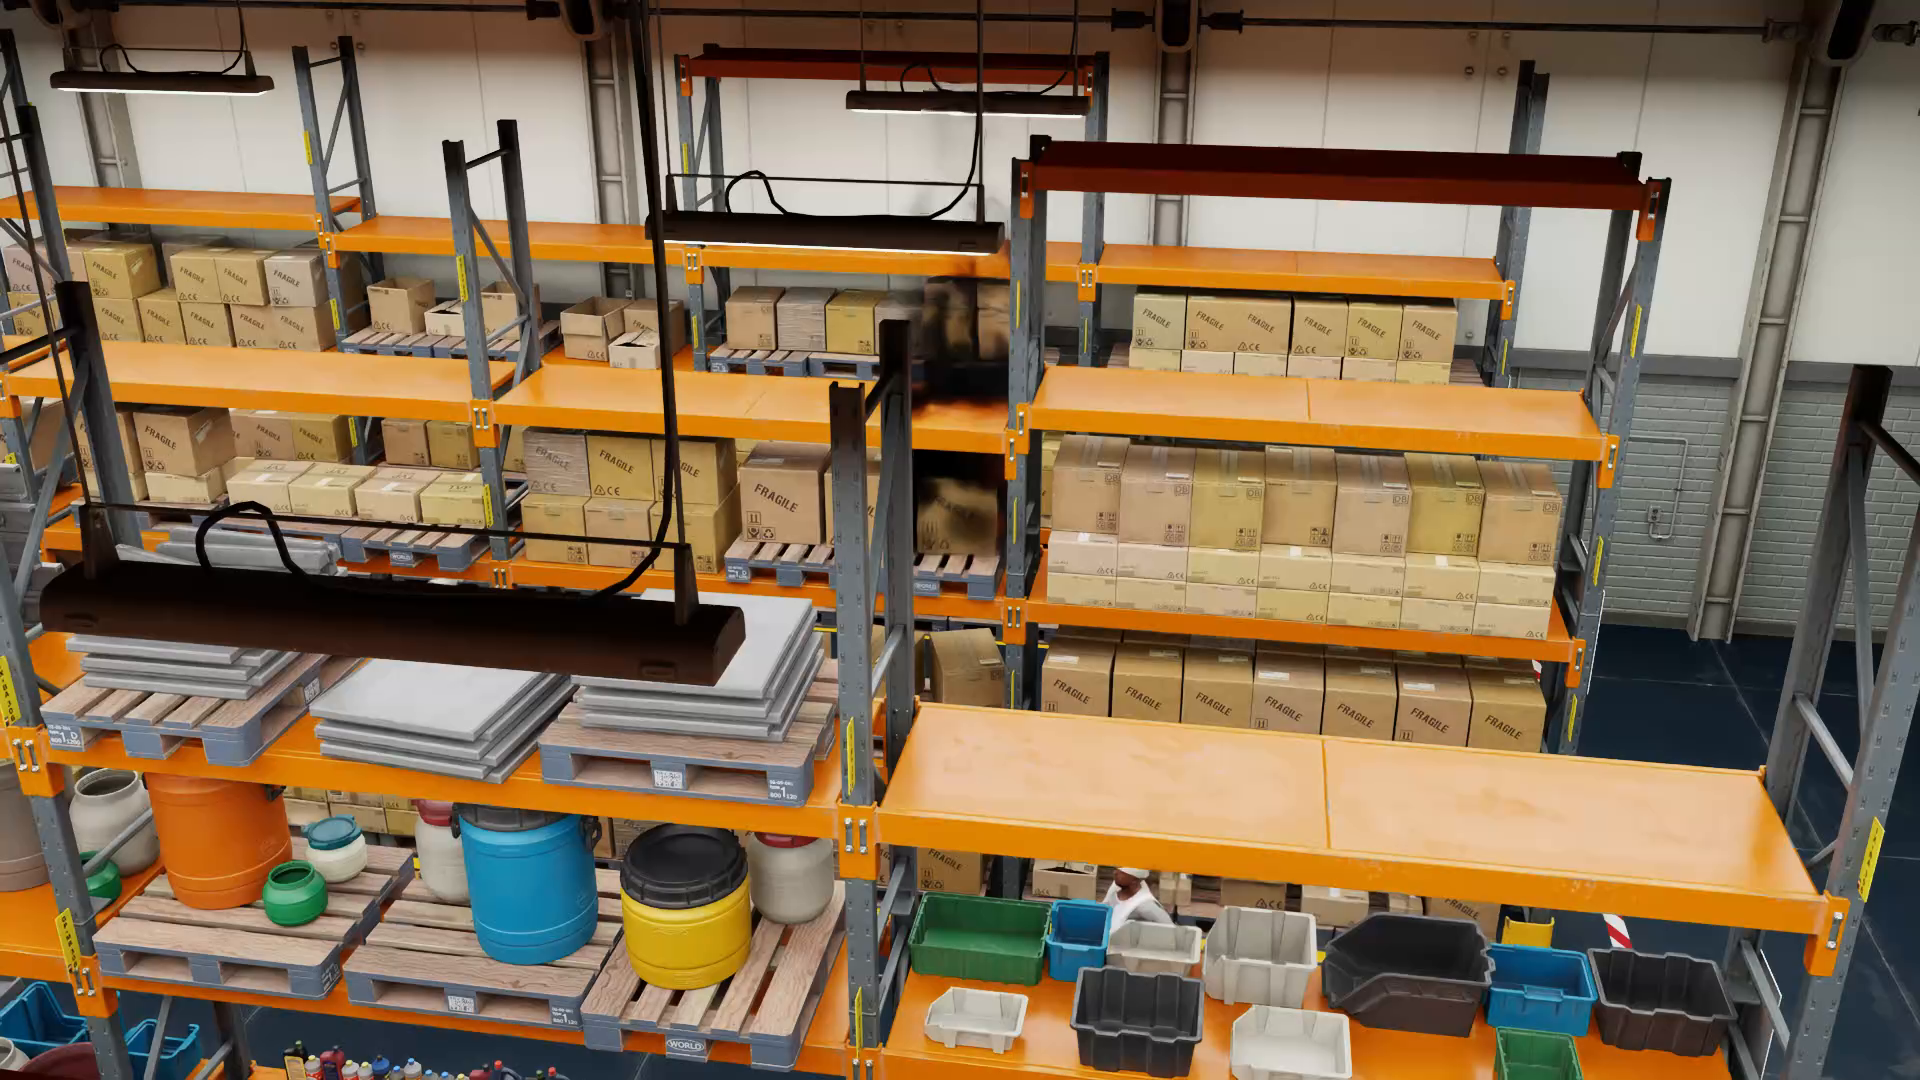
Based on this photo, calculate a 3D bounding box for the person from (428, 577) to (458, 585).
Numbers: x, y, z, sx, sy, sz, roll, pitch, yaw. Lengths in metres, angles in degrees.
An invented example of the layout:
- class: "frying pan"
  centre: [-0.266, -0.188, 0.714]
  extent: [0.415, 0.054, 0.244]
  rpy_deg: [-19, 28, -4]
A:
- class: "person"
  centre: [-5.043, 0.875, 16.031]
  extent: [0.574, 1.740, 0.609]
  rpy_deg: [1, 23, 3]

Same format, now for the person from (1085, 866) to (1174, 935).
- class: "person"
  centre: [1.142, 2.881, 11.275]
  extent: [0.775, 1.835, 0.664]
  rpy_deg: [0, 23, -1]
